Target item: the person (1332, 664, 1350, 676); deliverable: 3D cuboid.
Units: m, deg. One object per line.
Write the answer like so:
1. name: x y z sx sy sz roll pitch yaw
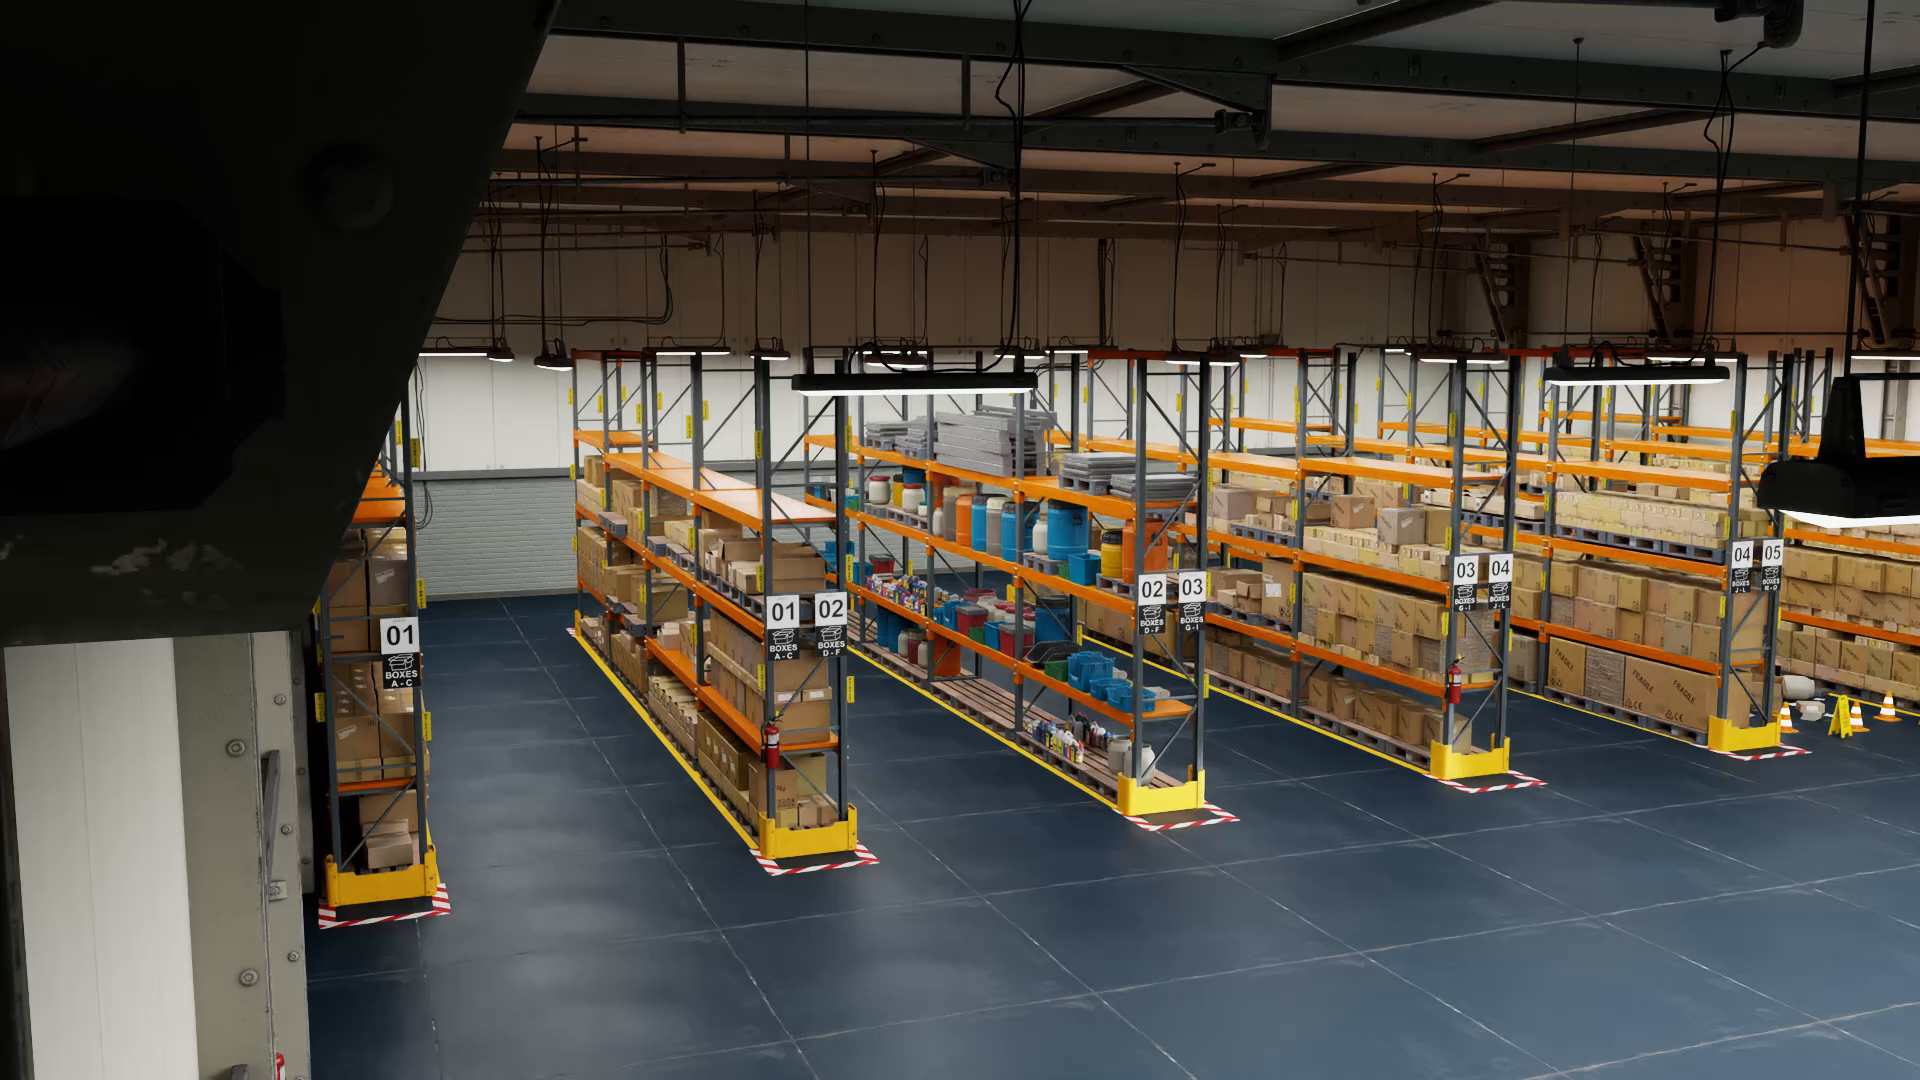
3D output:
1. person: 6.724 1.822 29.579 0.592 1.698 0.796 -1 7 -9
